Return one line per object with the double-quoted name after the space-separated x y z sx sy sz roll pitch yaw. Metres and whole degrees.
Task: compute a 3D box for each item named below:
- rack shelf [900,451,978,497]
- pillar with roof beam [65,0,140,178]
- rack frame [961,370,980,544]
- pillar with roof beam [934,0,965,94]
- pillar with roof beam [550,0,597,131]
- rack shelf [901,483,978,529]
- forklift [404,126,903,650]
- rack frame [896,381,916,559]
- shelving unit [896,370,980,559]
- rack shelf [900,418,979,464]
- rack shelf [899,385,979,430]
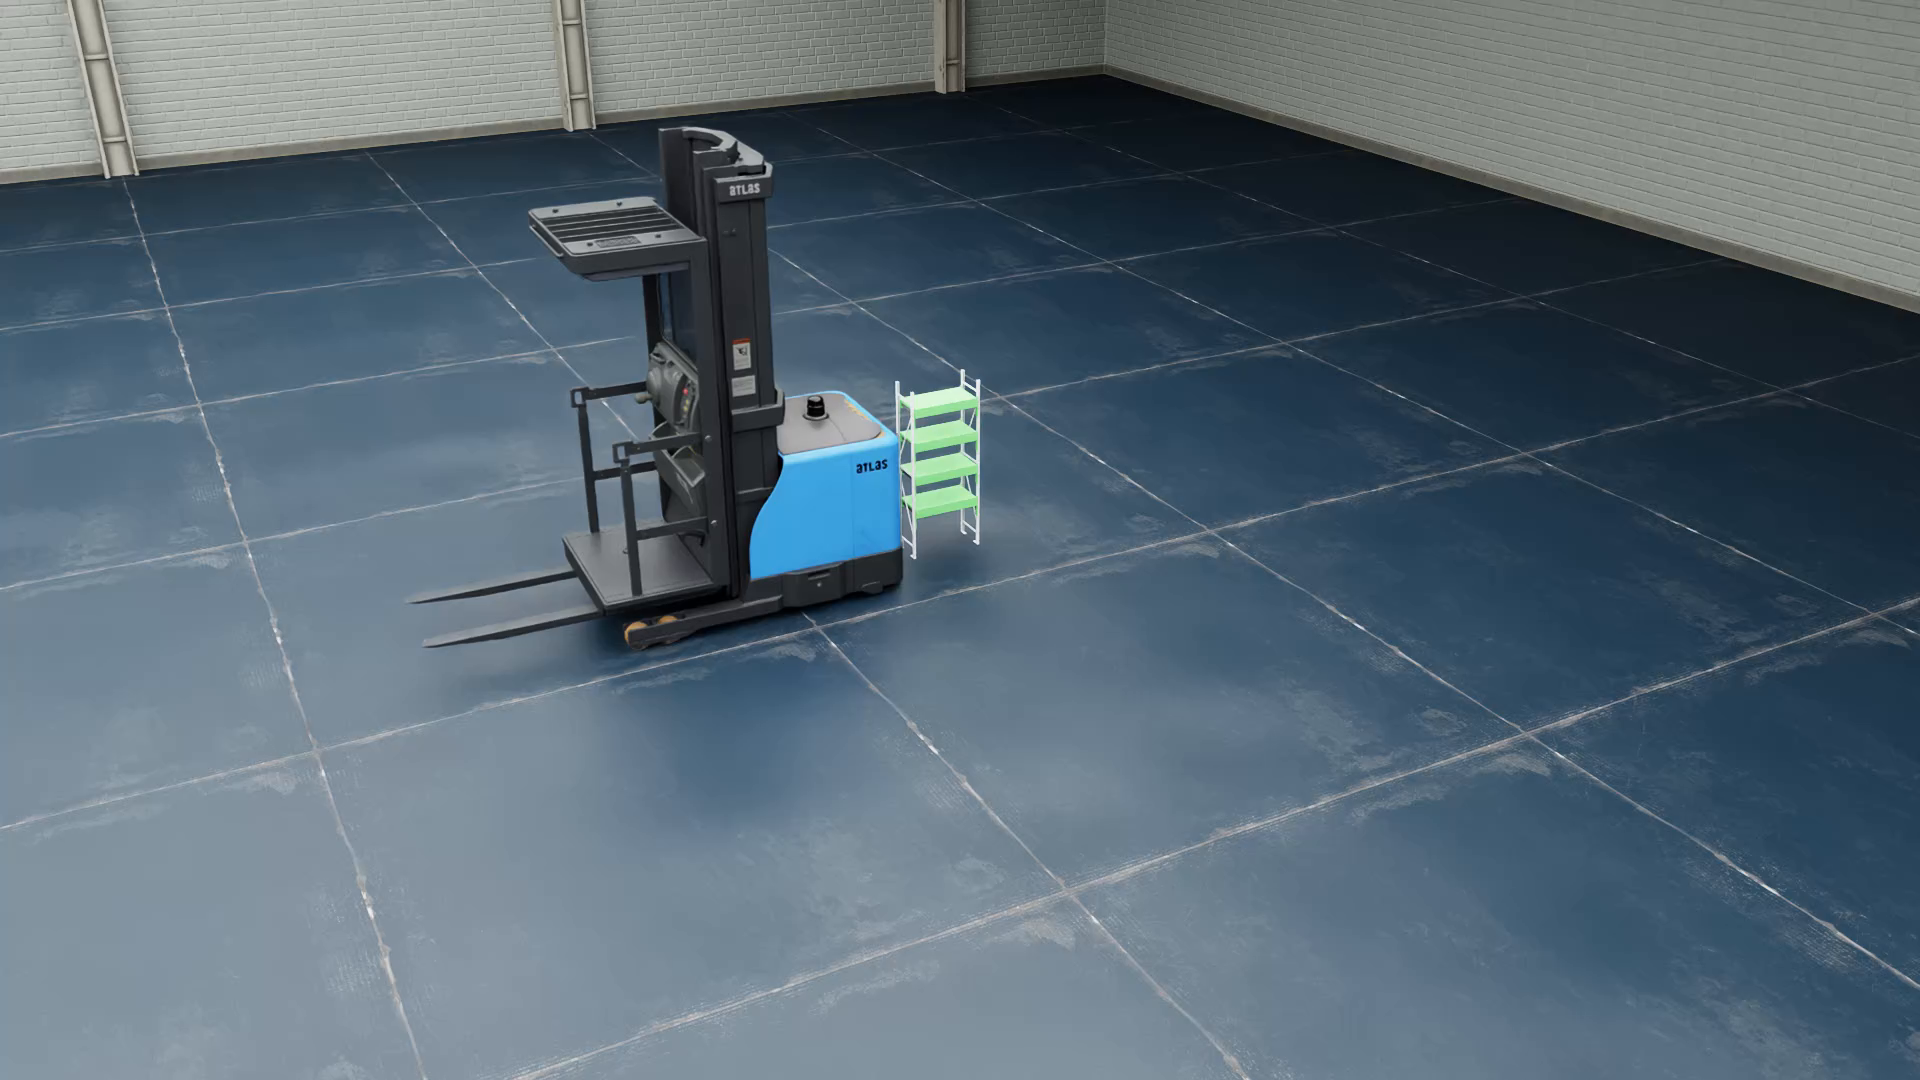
-0.146 -0.450 11.250 0.480 0.148 0.258 -13 29 -25 "rack shelf"
-8.724 -7.104 15.951 0.400 9.000 9.100 -13 29 -25 "pillar with roof beam"
0.069 -0.557 11.326 0.015 1.200 0.240 -13 29 -25 "rack frame"
1.865 -9.548 21.042 0.400 9.000 9.100 -13 29 -25 "pillar with roof beam"
-3.429 -8.326 18.496 0.400 9.000 9.100 -13 29 -25 "pillar with roof beam"
-0.146 -0.233 11.354 0.480 0.148 0.258 -13 29 -25 "rack shelf"
-1.926 -0.910 10.062 3.031 2.935 1.130 -12 28 -23 "forklift"
-0.361 -0.457 11.119 0.015 1.200 0.240 -13 29 -25 "rack frame"
-0.146 -0.507 11.222 0.503 1.200 0.258 -13 29 -25 "shelving unit"
-0.146 -0.666 11.146 0.480 0.148 0.258 -13 29 -25 "rack shelf"
-0.146 -0.882 11.042 0.480 0.148 0.258 -13 29 -25 "rack shelf"
